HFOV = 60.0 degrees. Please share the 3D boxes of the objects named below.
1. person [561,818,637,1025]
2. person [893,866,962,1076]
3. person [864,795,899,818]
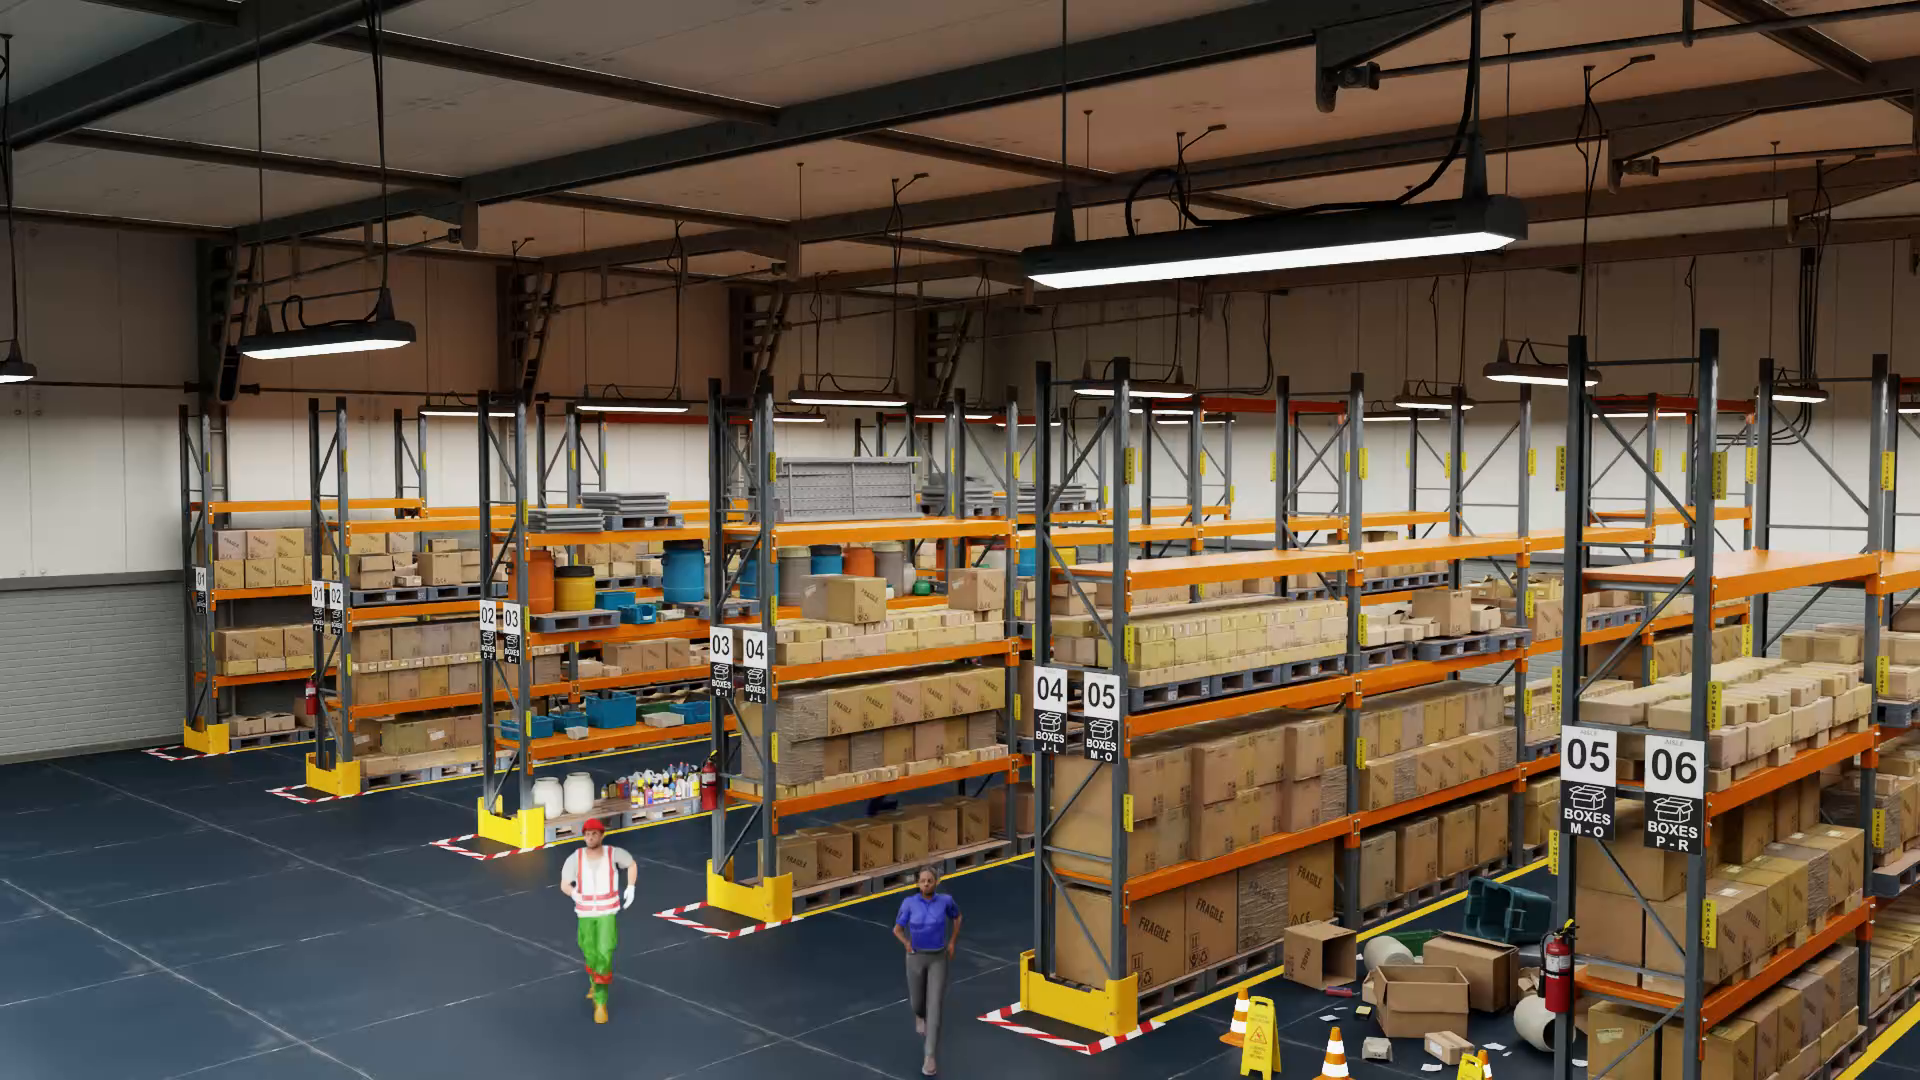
[{"bbox_3d":[-3.345,3.471,15.361,0.662,1.820,0.796,0,3,-2],"label":"person"},{"bbox_3d":[-0.275,3.588,14.135,0.586,1.653,0.908,0,3,1],"label":"person"},{"bbox_3d":[-1.077,3.217,22.228,0.593,1.630,0.913,3,4,40],"label":"person"}]
